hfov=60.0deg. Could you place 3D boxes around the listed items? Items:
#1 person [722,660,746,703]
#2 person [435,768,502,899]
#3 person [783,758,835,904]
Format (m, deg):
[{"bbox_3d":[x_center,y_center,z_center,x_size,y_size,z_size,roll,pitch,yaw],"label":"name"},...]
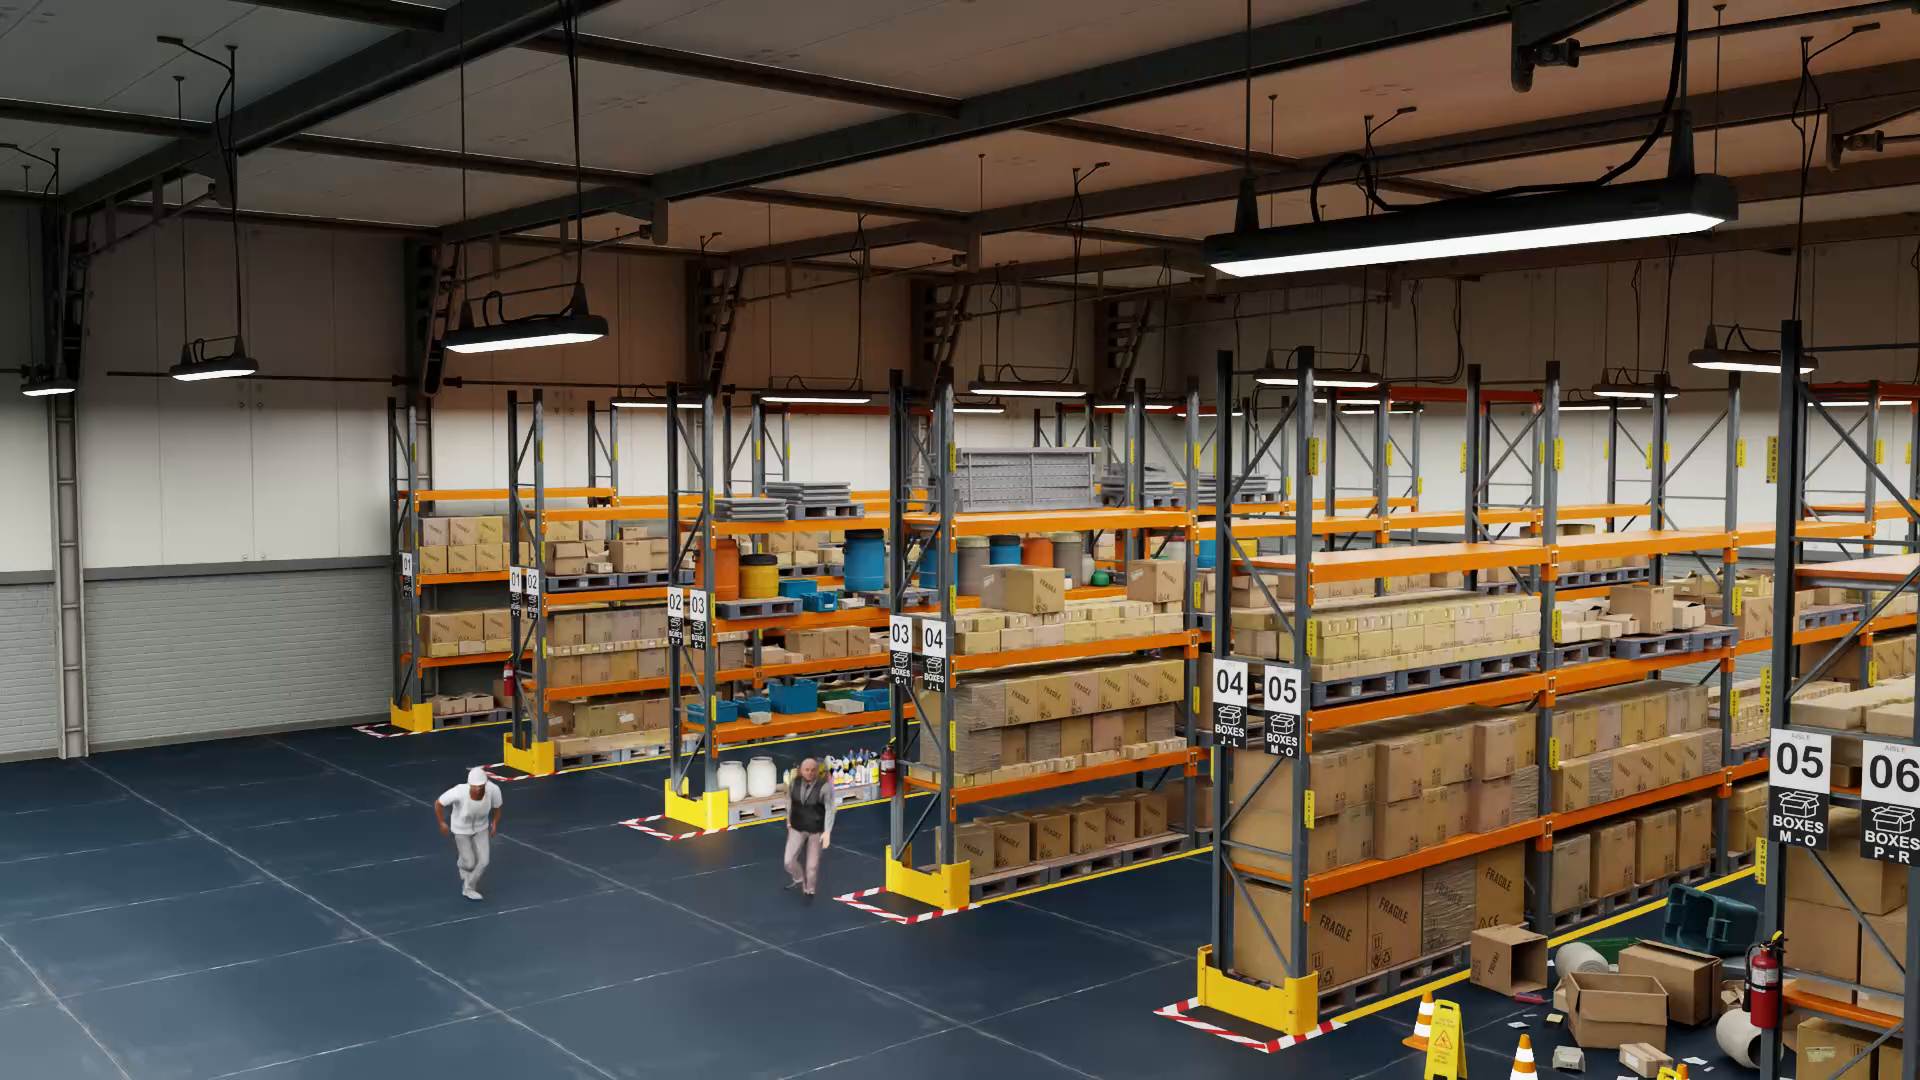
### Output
[{"bbox_3d":[-4.222,2.551,30.817,0.688,1.650,0.505,3,4,38],"label":"person"},{"bbox_3d":[-5.536,3.297,18.738,0.724,1.560,0.948,-2,4,-31],"label":"person"},{"bbox_3d":[-1.708,3.254,18.649,0.693,1.698,0.564,1,3,13],"label":"person"}]
